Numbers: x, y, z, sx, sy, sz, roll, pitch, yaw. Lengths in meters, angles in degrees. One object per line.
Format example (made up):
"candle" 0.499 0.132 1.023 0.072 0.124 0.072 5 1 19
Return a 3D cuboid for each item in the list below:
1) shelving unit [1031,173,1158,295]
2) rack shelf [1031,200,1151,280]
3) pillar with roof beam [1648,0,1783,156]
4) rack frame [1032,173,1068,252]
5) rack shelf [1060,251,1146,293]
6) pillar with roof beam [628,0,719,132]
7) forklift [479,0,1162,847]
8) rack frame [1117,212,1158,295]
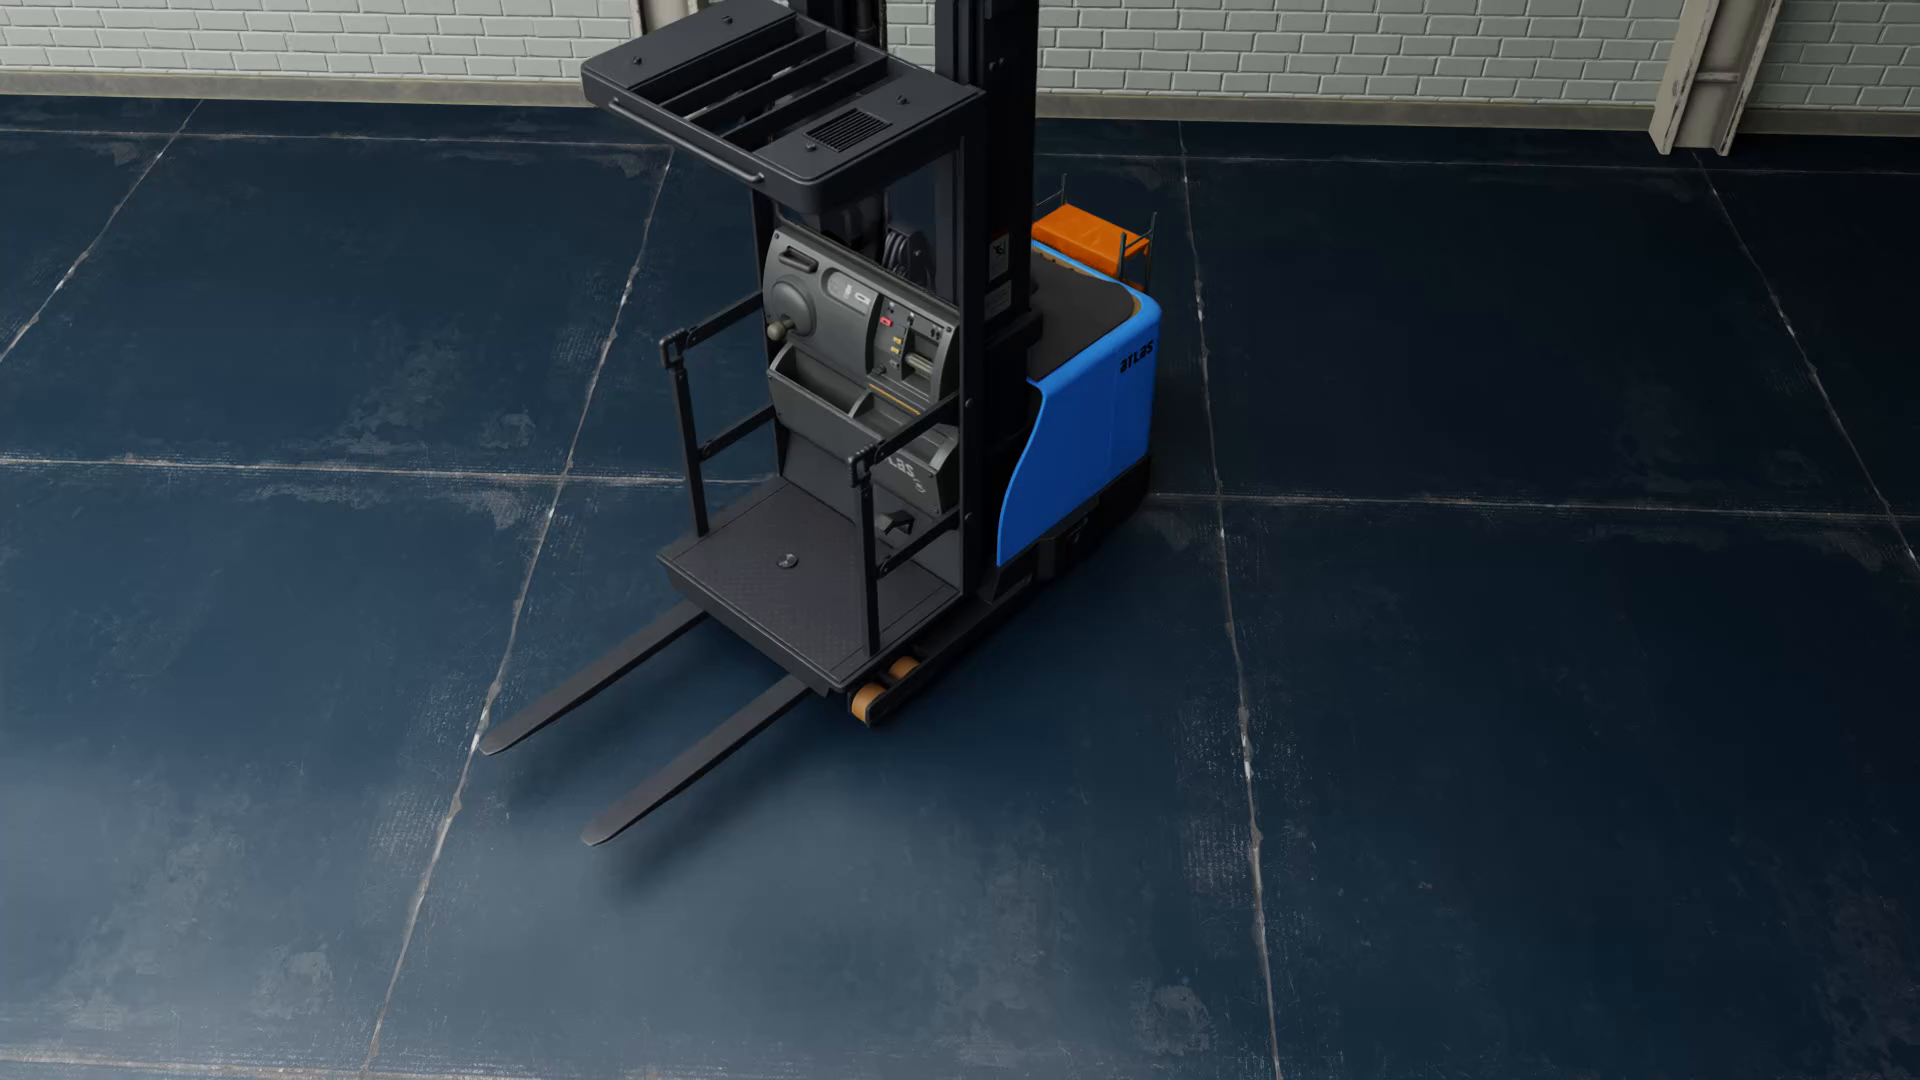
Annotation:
"shelving unit" 0.558 -0.994 7.515 0.503 1.200 0.258 31 49 29
"rack shelf" 0.567 -1.288 7.255 0.480 0.148 0.258 31 49 29
"pillar with roof beam" 4.126 -2.726 3.660 0.400 9.000 9.100 2 43 2
"rack frame" 0.374 -1.103 7.632 0.015 1.200 0.240 31 49 29
"rack shelf" 0.562 -1.111 7.411 0.480 0.148 0.258 31 49 29
"pillar with roof beam" -1.868 -2.911 3.858 0.400 9.000 9.100 2 43 2
"forklift" -0.522 -0.743 5.983 1.130 2.935 3.031 32 52 30
"rack frame" 0.742 -0.884 7.398 0.015 1.200 0.240 31 49 29
